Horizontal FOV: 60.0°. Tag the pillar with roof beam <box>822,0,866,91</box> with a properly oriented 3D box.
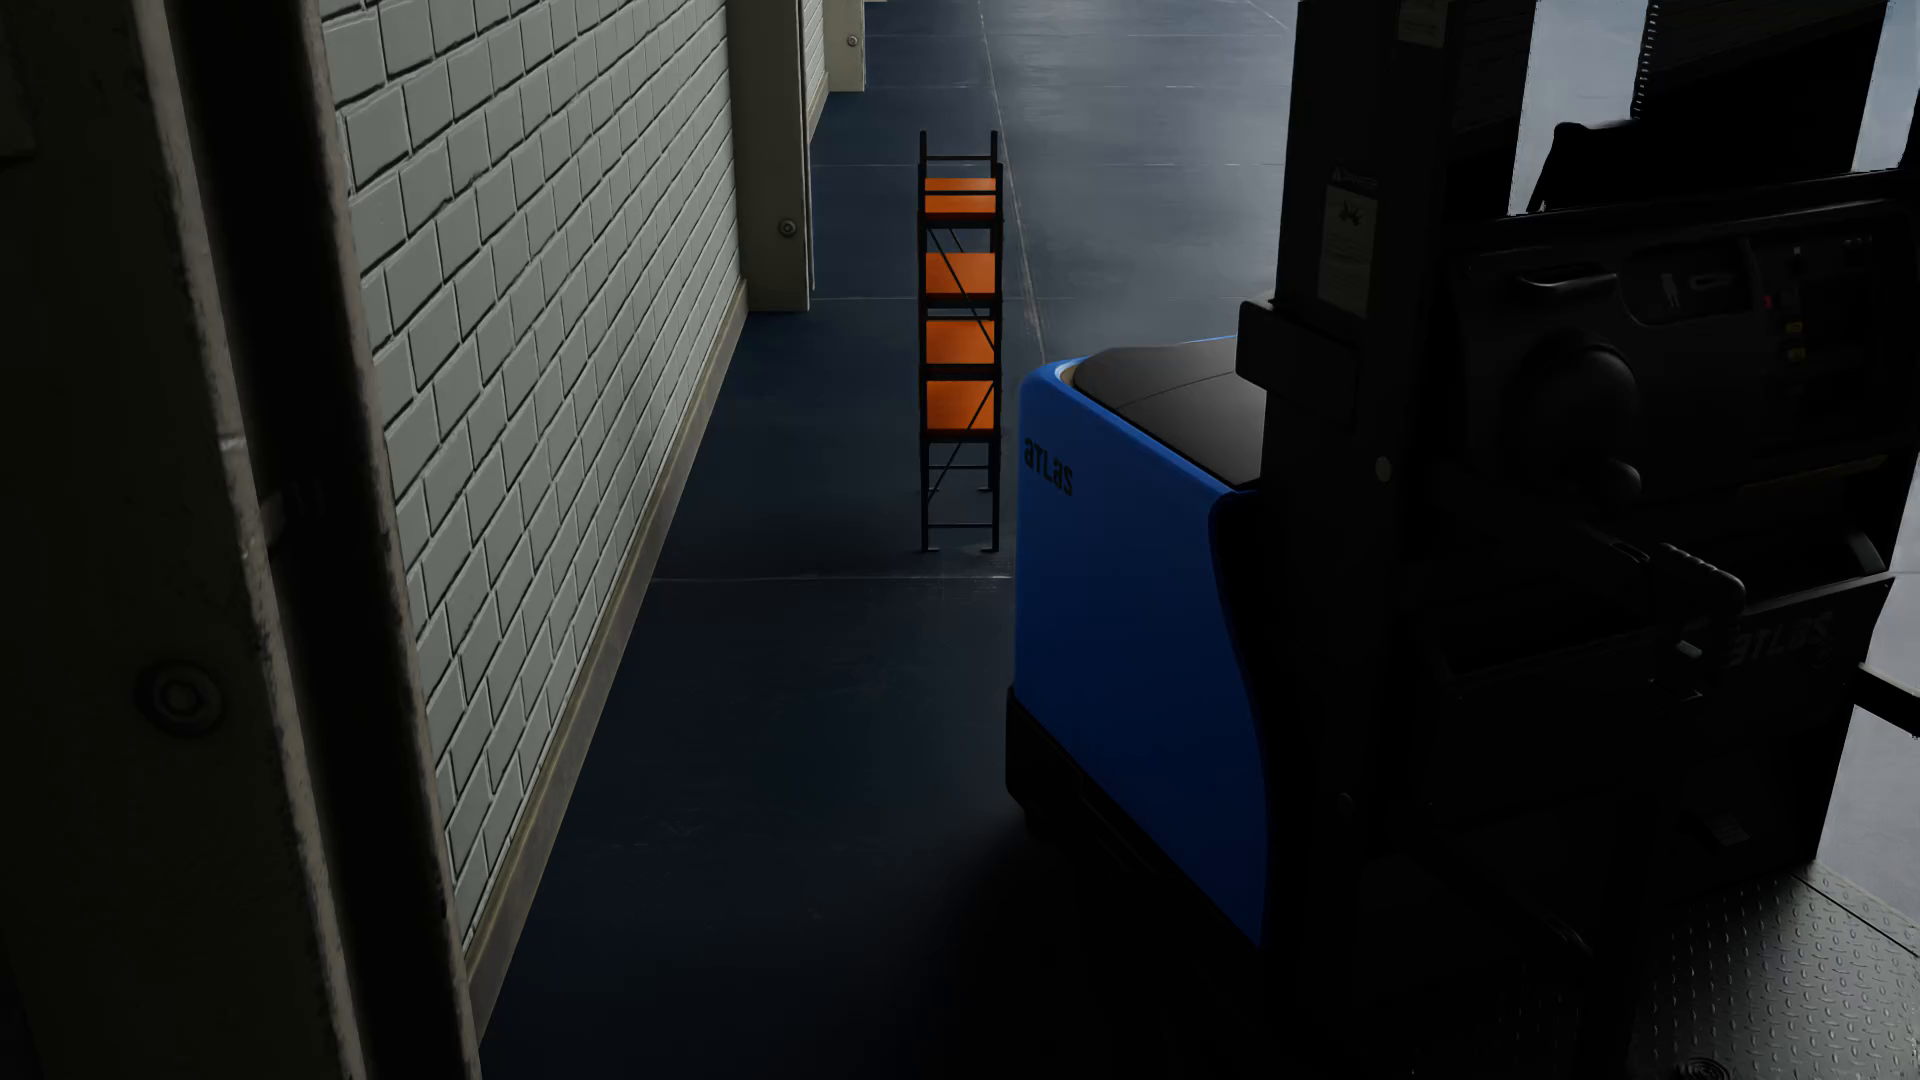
[{"bbox_3d":[3.395,-7.713,11.383,9.100,9.000,0.400,0,24,-1],"label":"pillar with roof beam"}]

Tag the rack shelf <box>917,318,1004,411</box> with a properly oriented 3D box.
[{"bbox_3d":[-0.002,-0.554,5.181,0.258,0.148,0.480,0,24,-1],"label":"rack shelf"}]

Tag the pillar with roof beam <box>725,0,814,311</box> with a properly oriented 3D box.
[{"bbox_3d":[3.460,-5.240,5.916,9.100,9.000,0.400,0,24,-1],"label":"pillar with roof beam"}]

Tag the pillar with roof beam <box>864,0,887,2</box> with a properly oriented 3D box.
[{"bbox_3d":[3.329,-10.185,16.849,9.100,9.000,0.400,0,24,-1],"label":"pillar with roof beam"}]

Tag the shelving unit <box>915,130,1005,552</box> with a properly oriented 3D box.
[{"bbox_3d":[-0.002,-0.615,5.154,0.258,1.200,0.503,0,24,-1],"label":"shelving unit"}]

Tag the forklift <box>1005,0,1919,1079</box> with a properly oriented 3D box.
[{"bbox_3d":[1.177,-0.252,2.251,1.130,2.935,3.031,-11,26,-22],"label":"forklift"}]

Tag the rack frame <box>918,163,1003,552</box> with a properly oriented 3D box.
[{"bbox_3d":[0.001,-0.514,4.931,0.240,1.200,0.015,0,24,-1],"label":"rack frame"}]

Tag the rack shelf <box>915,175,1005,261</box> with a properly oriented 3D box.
[{"bbox_3d":[-0.002,-0.973,4.992,0.258,0.148,0.480,0,24,-1],"label":"rack shelf"}]

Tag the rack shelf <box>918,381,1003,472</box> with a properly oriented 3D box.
[{"bbox_3d":[-0.002,-0.373,5.263,0.258,0.148,0.480,0,24,-1],"label":"rack shelf"}]

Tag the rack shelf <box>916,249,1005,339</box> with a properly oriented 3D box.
[{"bbox_3d":[-0.002,-0.757,5.089,0.258,0.148,0.480,0,24,-1],"label":"rack shelf"}]

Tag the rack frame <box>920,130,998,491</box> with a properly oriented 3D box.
[{"bbox_3d":[-0.004,-0.715,5.376,0.240,1.200,0.015,0,24,-1],"label":"rack frame"}]
